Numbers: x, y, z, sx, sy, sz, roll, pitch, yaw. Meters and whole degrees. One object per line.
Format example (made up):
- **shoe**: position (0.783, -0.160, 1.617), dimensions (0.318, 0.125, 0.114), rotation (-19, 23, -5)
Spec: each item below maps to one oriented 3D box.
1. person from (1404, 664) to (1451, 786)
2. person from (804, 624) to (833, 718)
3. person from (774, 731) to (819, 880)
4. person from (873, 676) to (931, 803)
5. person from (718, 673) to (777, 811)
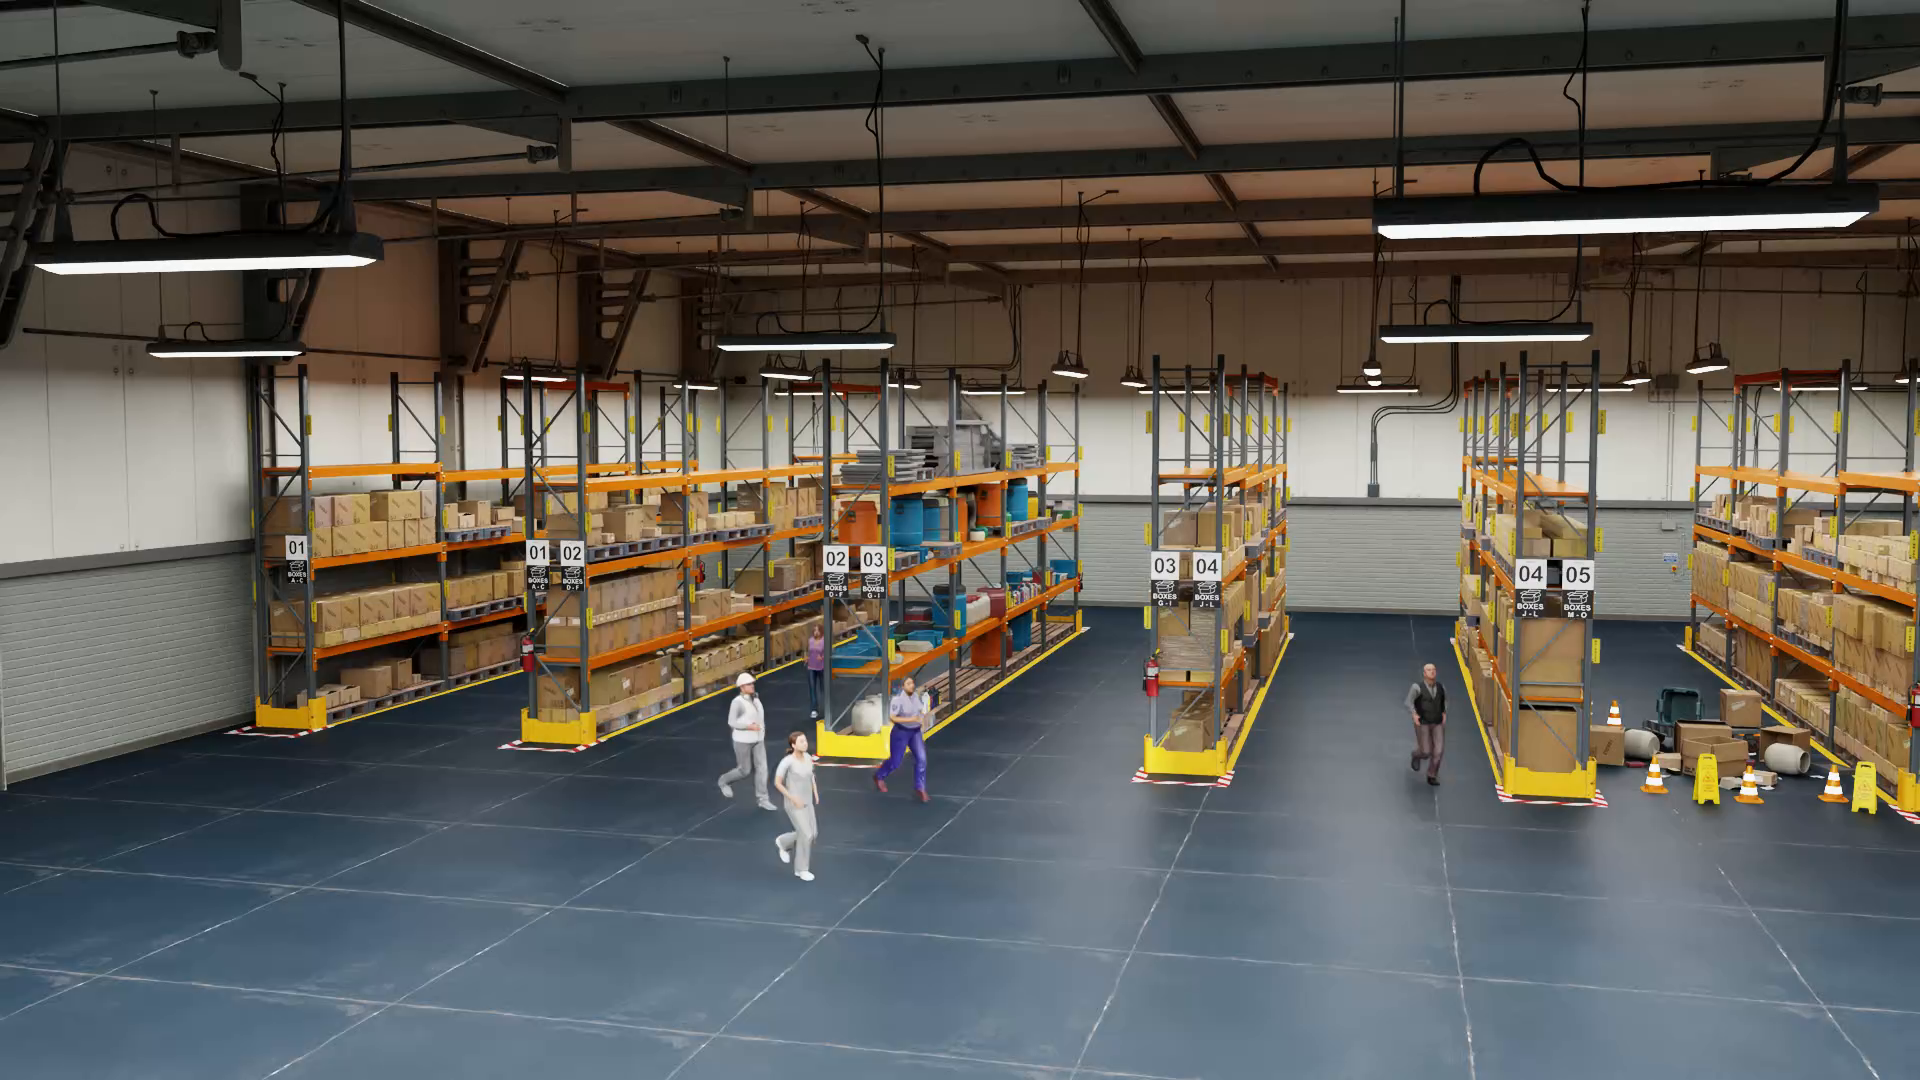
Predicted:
- **person**: position (6.565, 2.565, 23.244), dimensions (0.657, 1.662, 0.645), rotation (0, 4, -4)
- **person**: position (-2.451, 2.236, 28.677), dimensions (0.548, 1.568, 0.805), rotation (1, 4, 8)
- **person**: position (-1.846, 2.920, 18.471), dimensions (0.642, 1.633, 0.590), rotation (3, 5, 37)
- **person**: position (-0.763, 2.648, 22.328), dimensions (0.577, 1.684, 0.923), rotation (-3, 5, -40)
- **person**: position (-2.771, 2.617, 21.700), dimensions (0.936, 1.769, 0.661), rotation (3, 5, 36)
